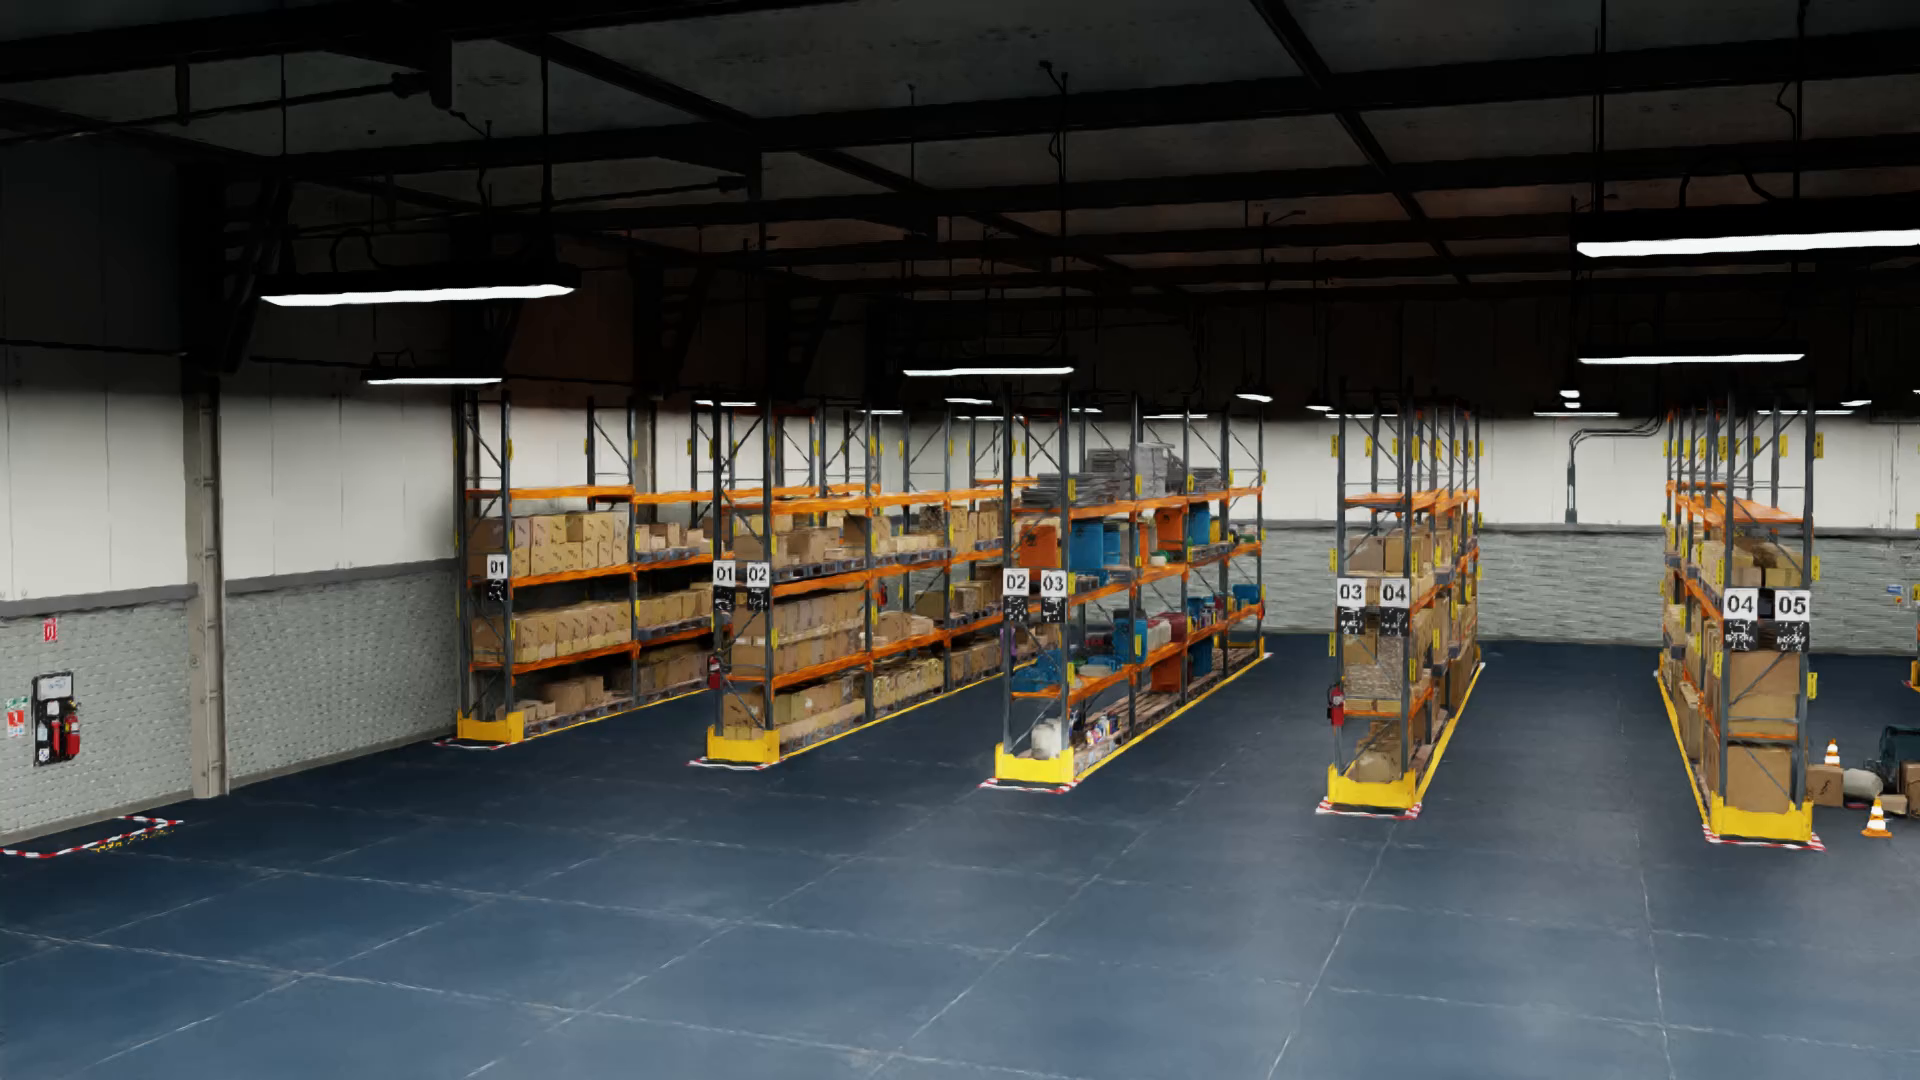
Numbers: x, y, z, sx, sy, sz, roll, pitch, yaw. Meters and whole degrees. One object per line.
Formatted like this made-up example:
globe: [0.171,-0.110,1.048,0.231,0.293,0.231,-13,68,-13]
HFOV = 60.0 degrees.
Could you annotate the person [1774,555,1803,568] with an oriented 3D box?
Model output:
person: [15.628,1.800,25.297,12.409,3.585,0.901,-3,4,-39]

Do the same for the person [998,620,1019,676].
person: [0.979,2.346,34.201,0.417,1.517,1.037,1,3,23]
